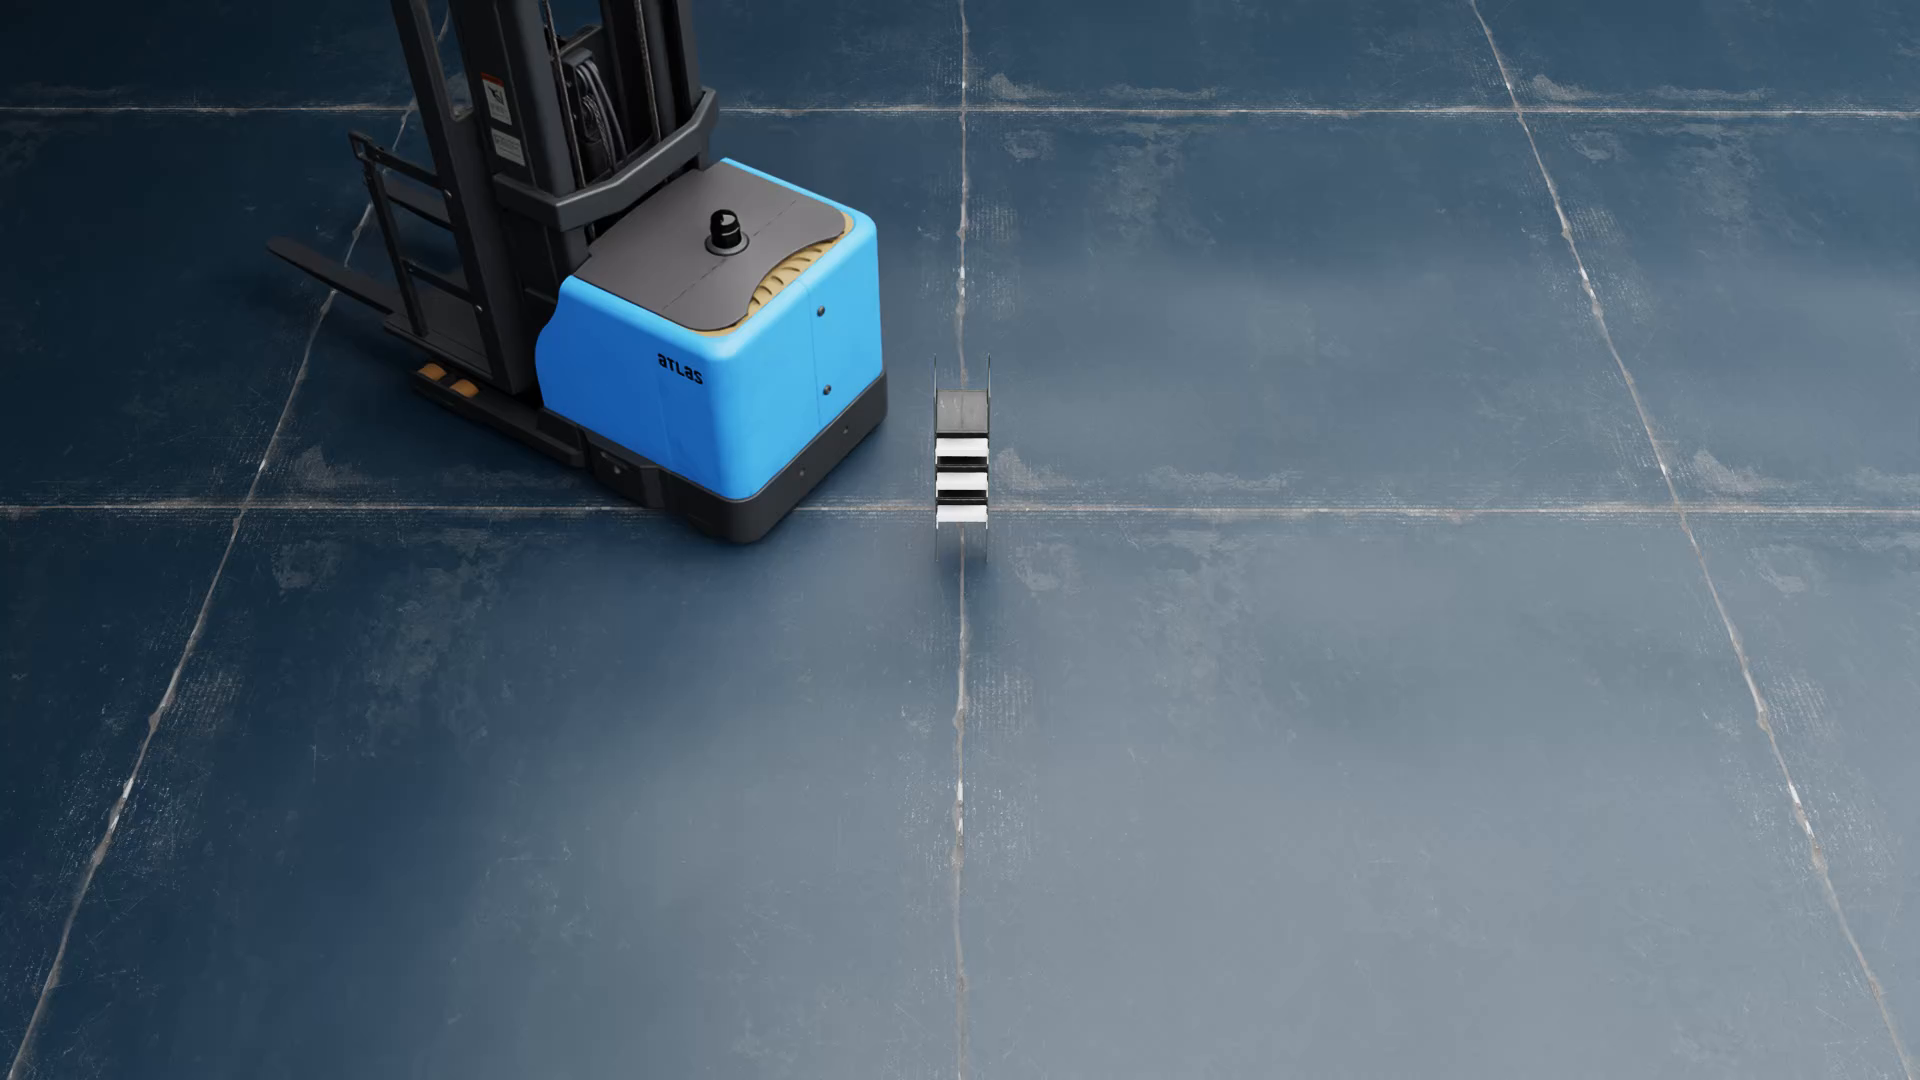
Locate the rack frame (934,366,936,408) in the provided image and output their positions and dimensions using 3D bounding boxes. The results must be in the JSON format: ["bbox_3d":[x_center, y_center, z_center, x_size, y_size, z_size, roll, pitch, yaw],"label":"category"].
[{"bbox_3d":[-0.094,-0.306,6.501,0.003,0.785,0.228,0,47,0],"label":"rack frame"}]

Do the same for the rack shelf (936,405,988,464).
[{"bbox_3d":[0.008,-0.406,6.394,0.200,0.077,0.258,0,47,0],"label":"rack shelf"}]

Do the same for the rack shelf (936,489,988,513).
[{"bbox_3d":[0.008,-0.223,6.592,0.200,0.077,0.258,0,47,0],"label":"rack shelf"}]

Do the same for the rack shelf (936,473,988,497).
[{"bbox_3d":[0.008,-0.284,6.526,0.200,0.077,0.258,0,47,0],"label":"rack shelf"}]

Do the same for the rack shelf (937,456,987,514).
[{"bbox_3d":[0.008,-0.272,6.538,0.190,0.281,0.221,0,47,0],"label":"rack shelf"}]

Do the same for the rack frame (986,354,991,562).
[{"bbox_3d":[0.110,-0.306,6.501,0.006,0.900,0.240,0,47,0],"label":"rack frame"}]

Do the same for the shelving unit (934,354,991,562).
[{"bbox_3d":[0.009,-0.307,6.501,0.208,0.900,0.258,0,47,0],"label":"shelving unit"}]
